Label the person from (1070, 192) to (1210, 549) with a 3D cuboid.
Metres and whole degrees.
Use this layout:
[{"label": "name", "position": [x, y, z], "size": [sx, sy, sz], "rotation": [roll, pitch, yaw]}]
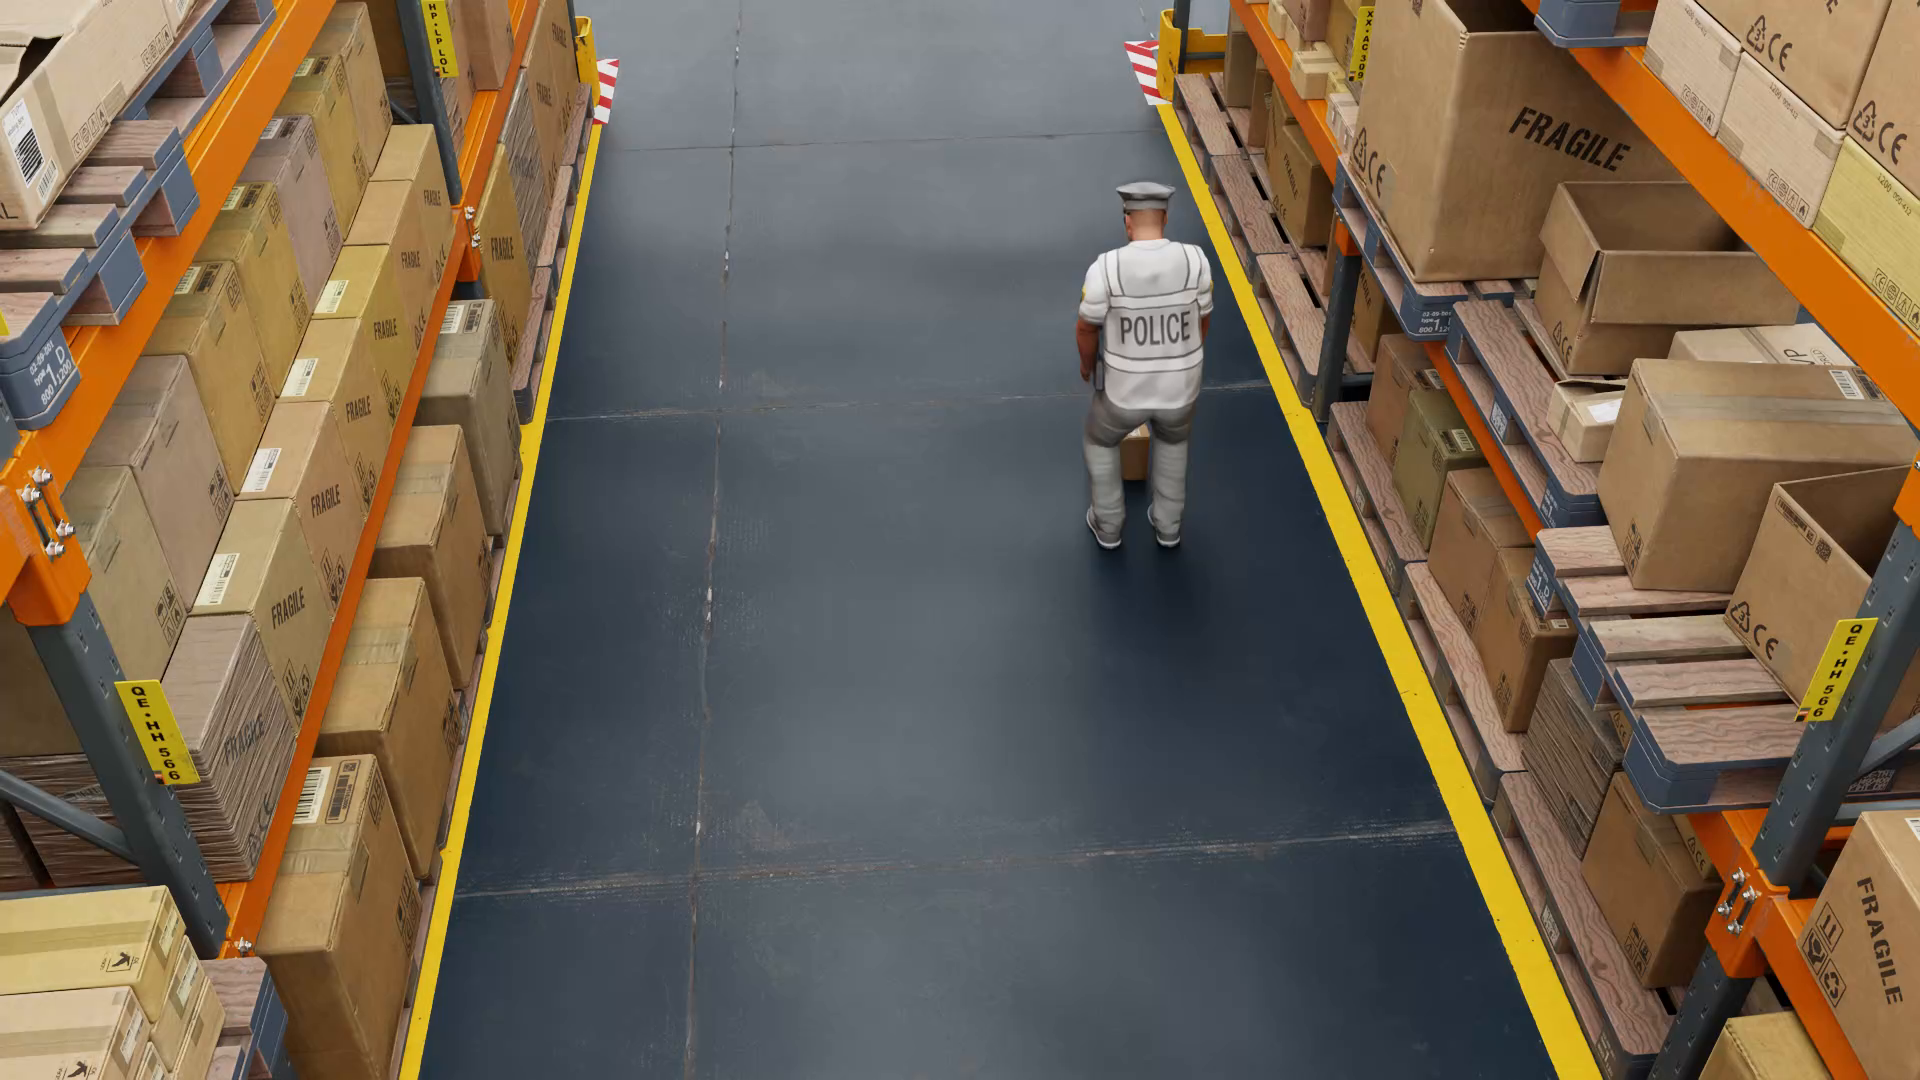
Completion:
[{"label": "person", "position": [0.758, -0.681, 7.130], "size": [0.581, 1.594, 0.658], "rotation": [-3, 39, -3]}]
